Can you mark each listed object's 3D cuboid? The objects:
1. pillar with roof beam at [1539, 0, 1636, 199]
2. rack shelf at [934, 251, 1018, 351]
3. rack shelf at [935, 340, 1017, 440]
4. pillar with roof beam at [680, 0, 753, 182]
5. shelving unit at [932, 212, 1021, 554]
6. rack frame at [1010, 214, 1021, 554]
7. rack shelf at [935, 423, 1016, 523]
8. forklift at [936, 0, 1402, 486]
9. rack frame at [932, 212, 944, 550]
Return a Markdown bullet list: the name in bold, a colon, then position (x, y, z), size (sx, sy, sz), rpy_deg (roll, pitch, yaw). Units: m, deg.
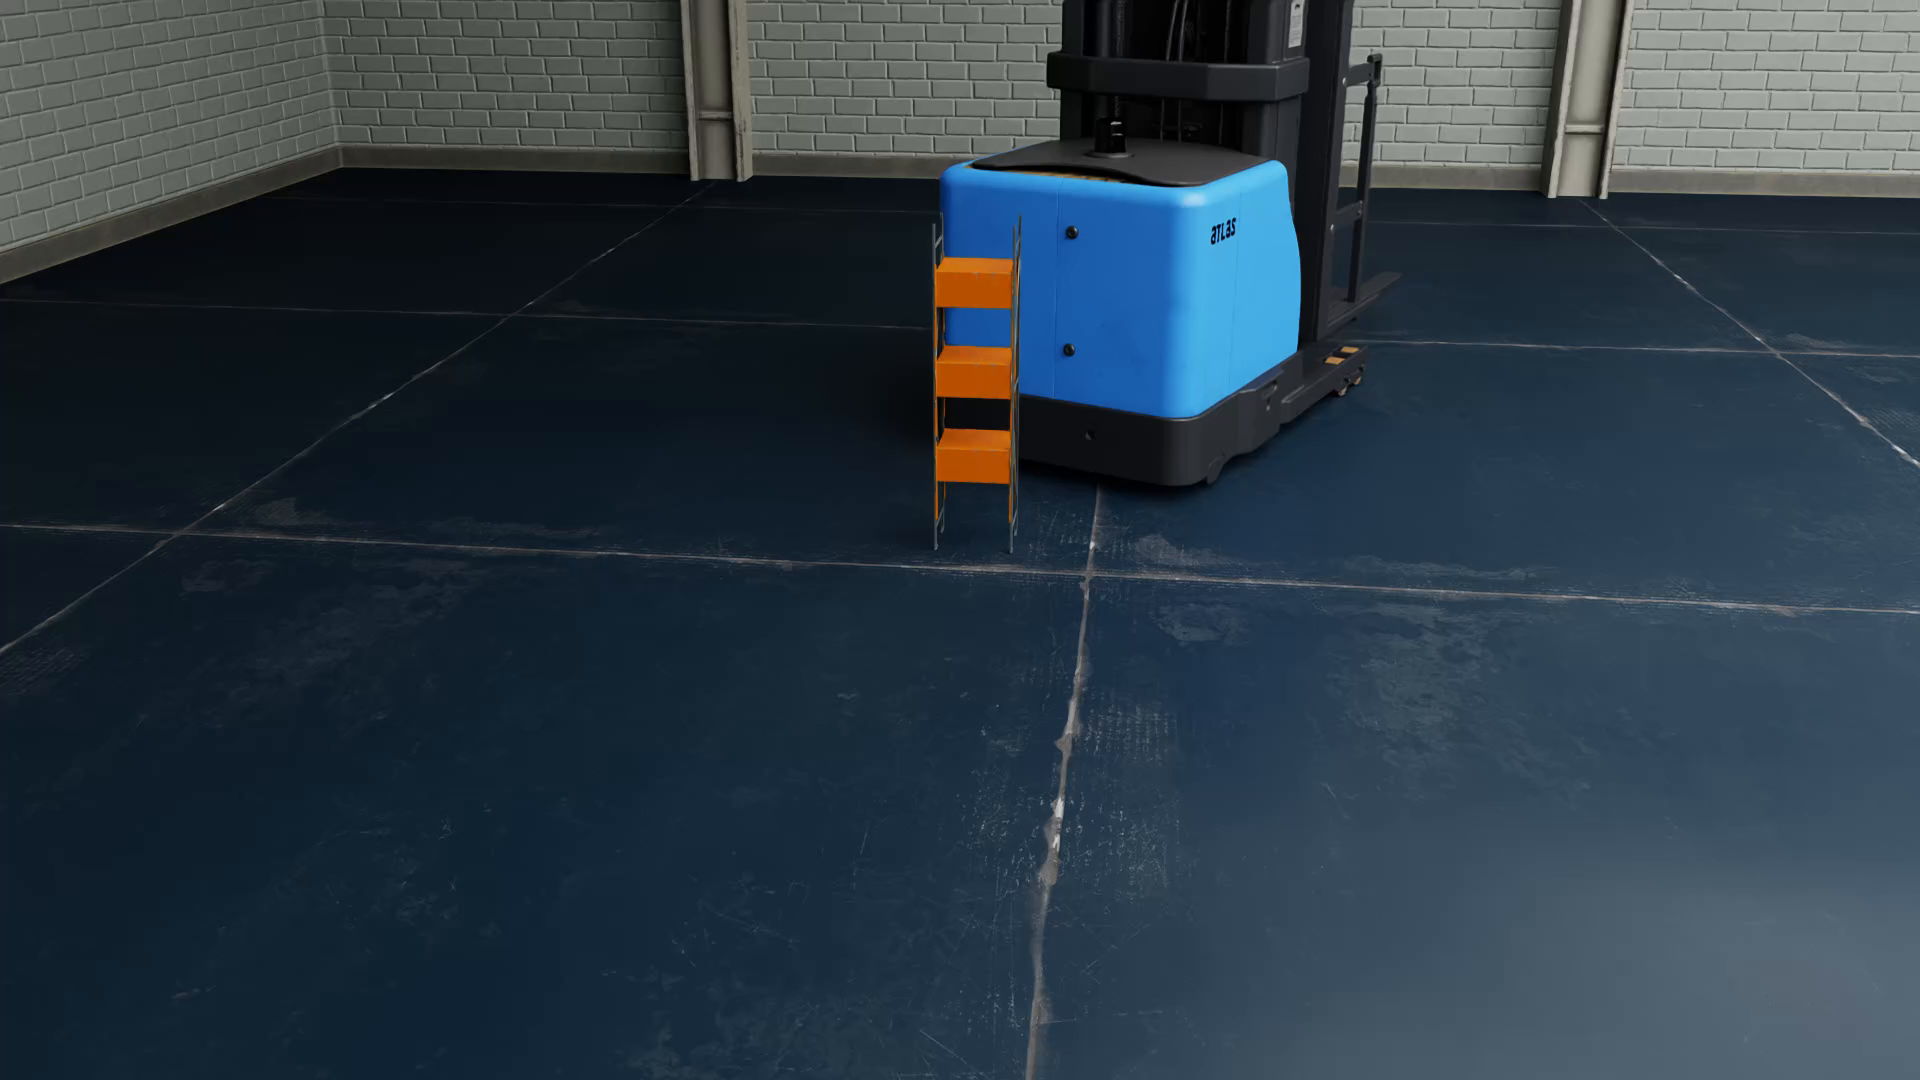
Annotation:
- **pillar with roof beam**: position (3.718, -4.998, 5.842), size (0.400, 9.000, 9.100), rpy_deg (2, 22, 6)
- **rack shelf**: position (0.053, -0.740, 5.141), size (0.240, 0.259, 0.215), rpy_deg (2, 22, 6)
- **rack shelf**: position (0.053, -0.476, 5.245), size (0.240, 0.259, 0.215), rpy_deg (2, 22, 6)
- **pillar with roof beam**: position (-2.240, -5.257, 6.498), size (0.400, 9.000, 9.100), rpy_deg (2, 22, 6)
- **shelving unit**: position (0.053, -0.486, 5.241), size (0.252, 1.050, 0.215), rpy_deg (2, 22, 6)
- **rack frame**: position (0.174, -0.481, 5.228), size (0.008, 1.050, 0.200), rpy_deg (2, 22, 6)
- **rack shelf**: position (0.053, -0.218, 5.347), size (0.240, 0.259, 0.215), rpy_deg (2, 22, 6)
- **forklift**: position (1.097, -2.042, 6.617), size (1.130, 2.935, 3.031), rpy_deg (12, 25, 28)
- **rack frame**: position (-0.068, -0.491, 5.254), size (0.008, 1.050, 0.200), rpy_deg (2, 22, 6)
